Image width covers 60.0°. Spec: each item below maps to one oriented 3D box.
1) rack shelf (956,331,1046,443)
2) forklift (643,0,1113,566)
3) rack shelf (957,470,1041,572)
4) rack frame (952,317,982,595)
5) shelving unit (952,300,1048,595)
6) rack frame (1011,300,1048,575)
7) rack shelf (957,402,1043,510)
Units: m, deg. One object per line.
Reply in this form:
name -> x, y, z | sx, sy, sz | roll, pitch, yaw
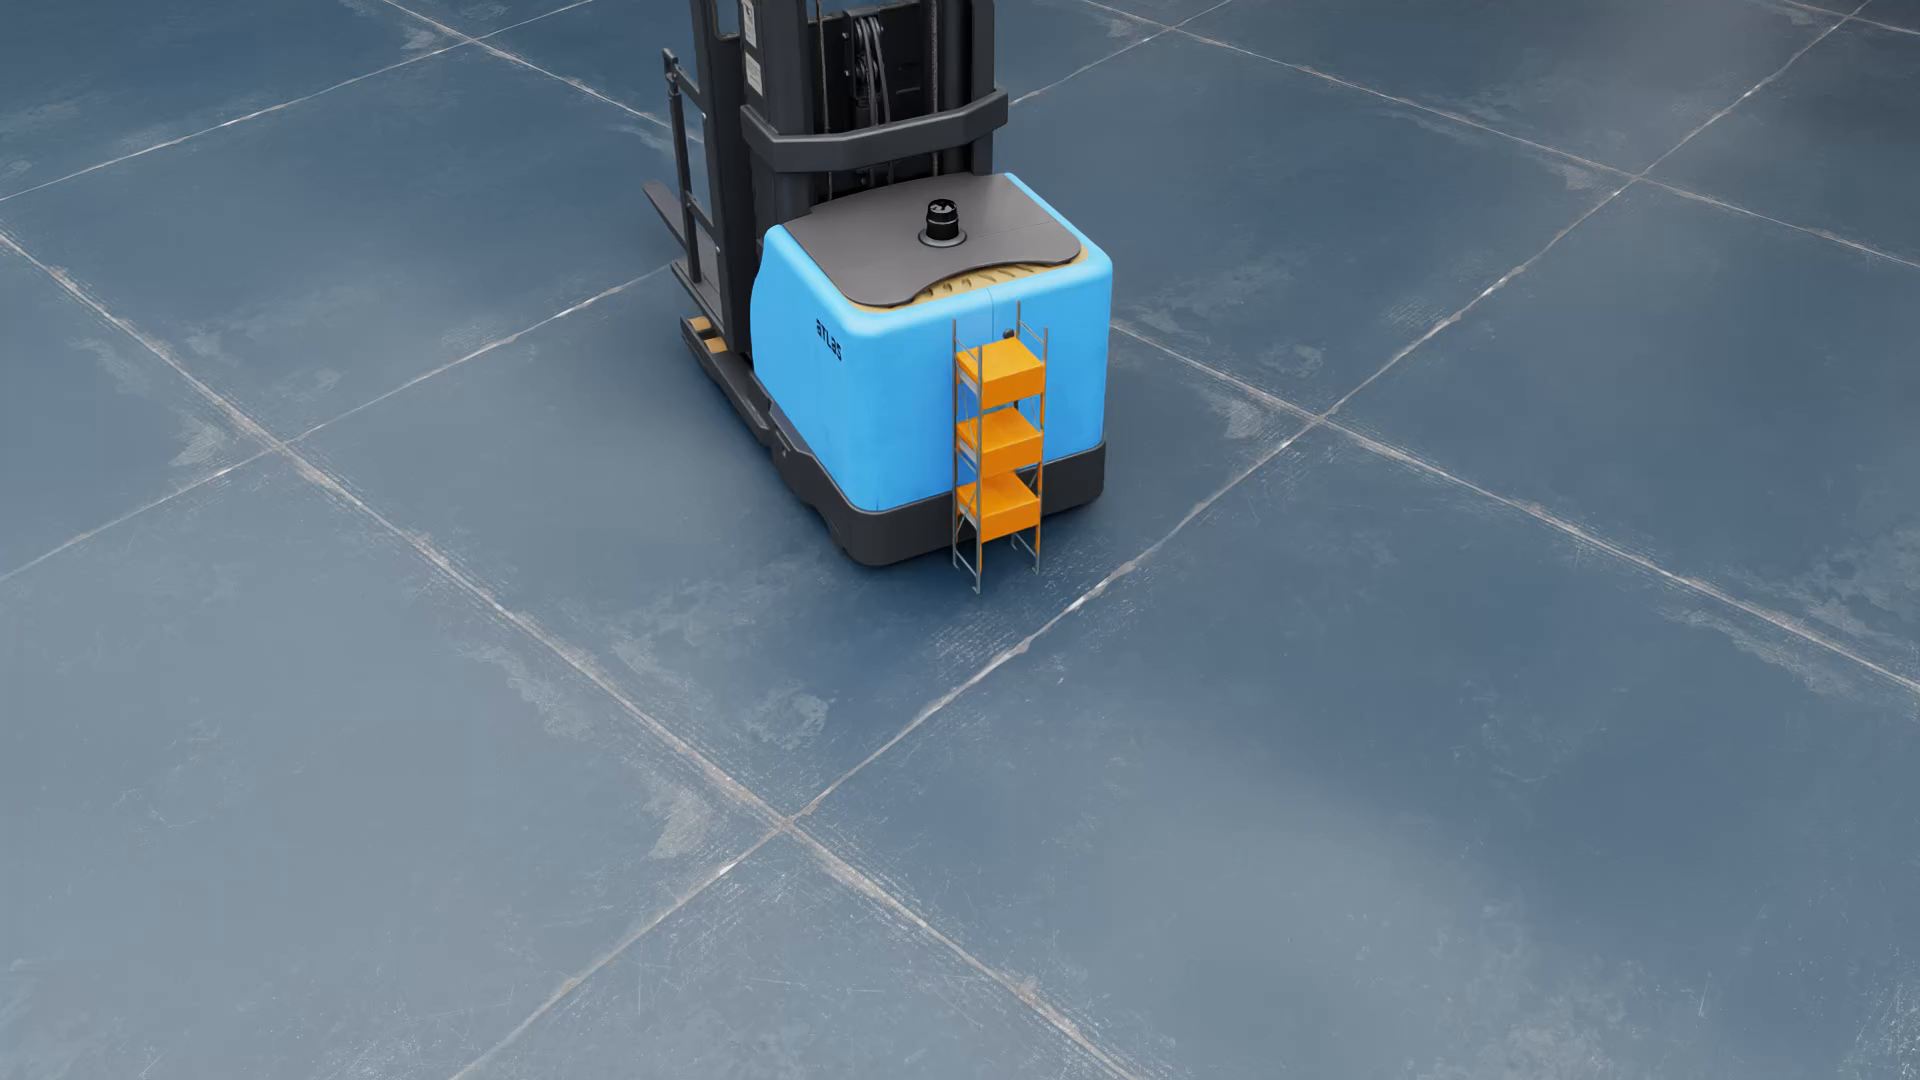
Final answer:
rack shelf -> 0.131, -0.517, 5.617 | 0.240, 0.259, 0.215 | -18, 42, -21
forklift -> -0.562, -1.961, 6.362 | 1.130, 2.935, 3.031 | -17, 42, -21
rack shelf -> 0.131, -0.077, 5.967 | 0.240, 0.259, 0.215 | -18, 42, -21
rack frame -> 0.023, -0.268, 5.743 | 0.008, 1.050, 0.200 | -18, 42, -21
shelving unit -> 0.131, -0.303, 5.787 | 0.252, 1.050, 0.215 | -18, 42, -21
rack frame -> 0.240, -0.338, 5.832 | 0.008, 1.050, 0.200 | -18, 42, -21
rack shelf -> 0.131, -0.295, 5.794 | 0.240, 0.259, 0.215 | -18, 42, -21
